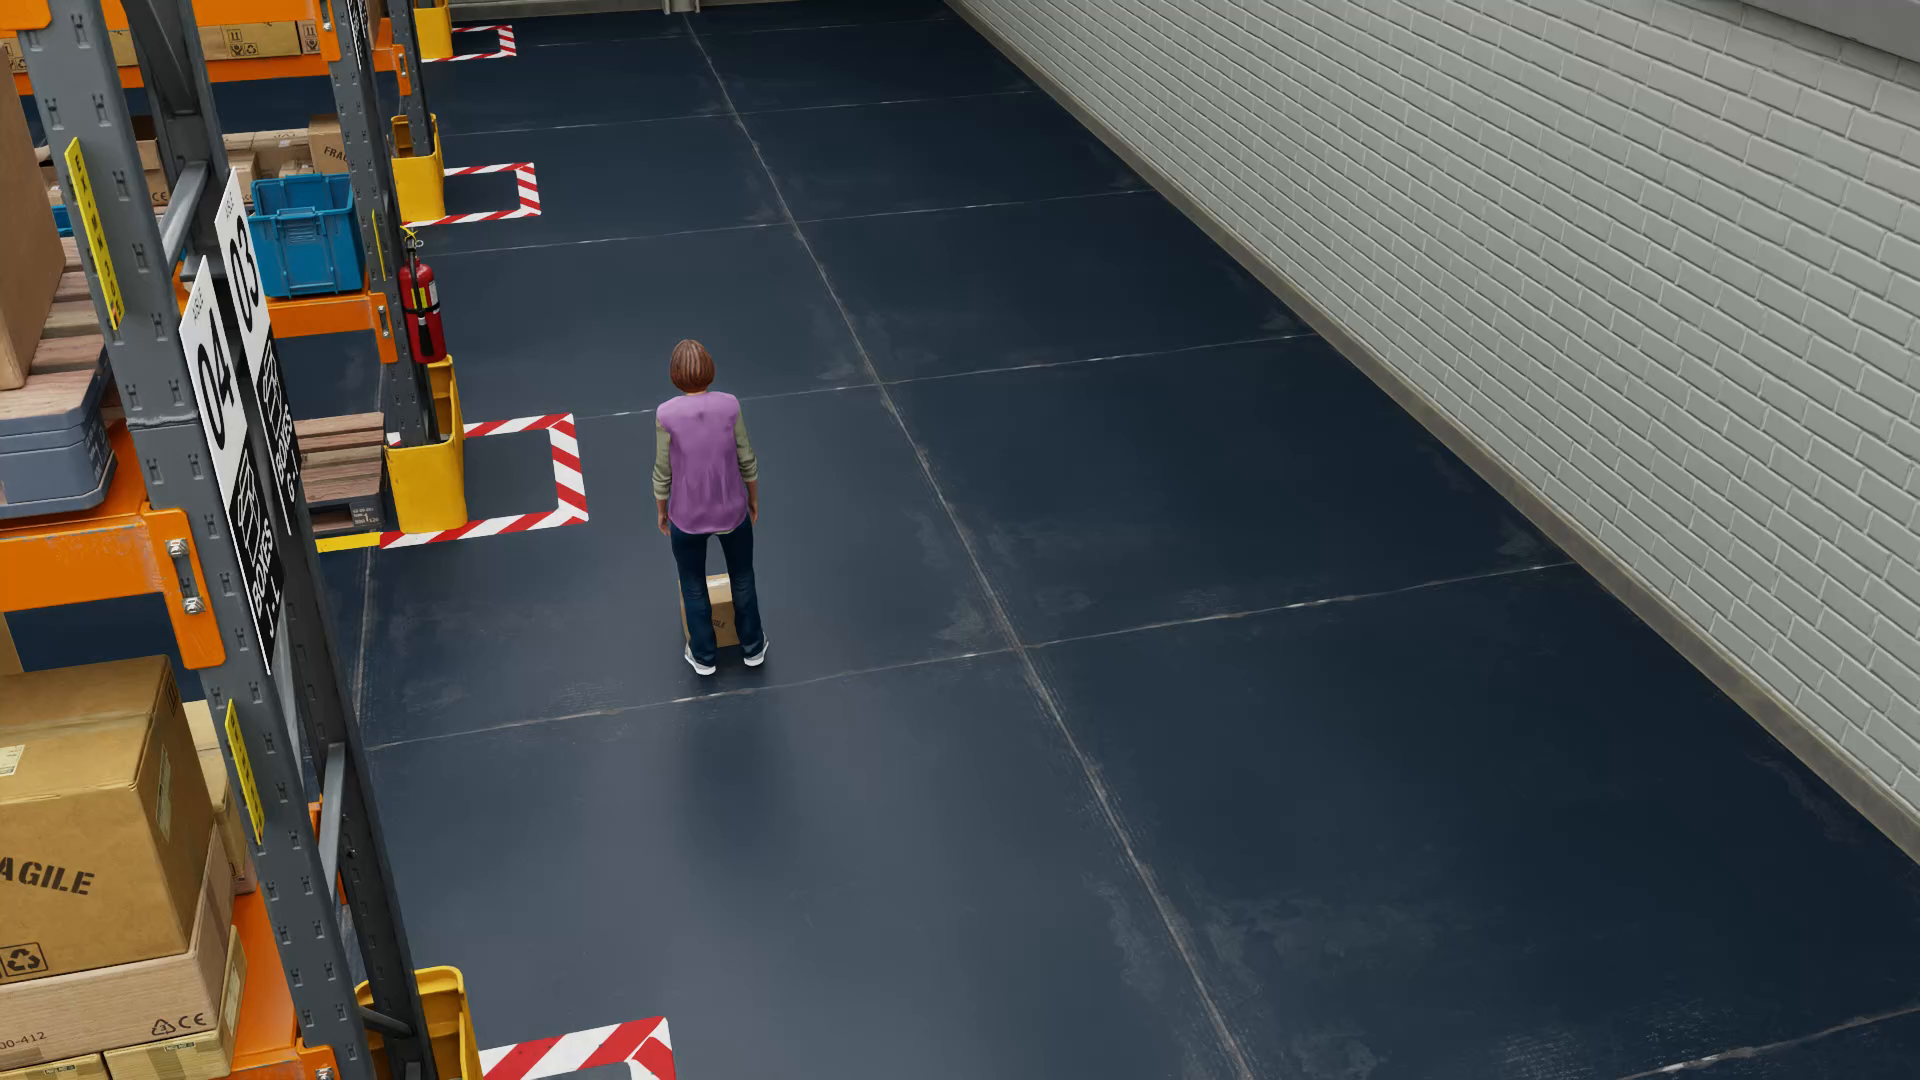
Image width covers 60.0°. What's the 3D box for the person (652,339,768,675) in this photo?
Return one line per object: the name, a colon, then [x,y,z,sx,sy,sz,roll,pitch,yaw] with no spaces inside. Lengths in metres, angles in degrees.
person: [-1.109,-0.118,7.341,0.461,1.593,0.343,-8,32,-13]
